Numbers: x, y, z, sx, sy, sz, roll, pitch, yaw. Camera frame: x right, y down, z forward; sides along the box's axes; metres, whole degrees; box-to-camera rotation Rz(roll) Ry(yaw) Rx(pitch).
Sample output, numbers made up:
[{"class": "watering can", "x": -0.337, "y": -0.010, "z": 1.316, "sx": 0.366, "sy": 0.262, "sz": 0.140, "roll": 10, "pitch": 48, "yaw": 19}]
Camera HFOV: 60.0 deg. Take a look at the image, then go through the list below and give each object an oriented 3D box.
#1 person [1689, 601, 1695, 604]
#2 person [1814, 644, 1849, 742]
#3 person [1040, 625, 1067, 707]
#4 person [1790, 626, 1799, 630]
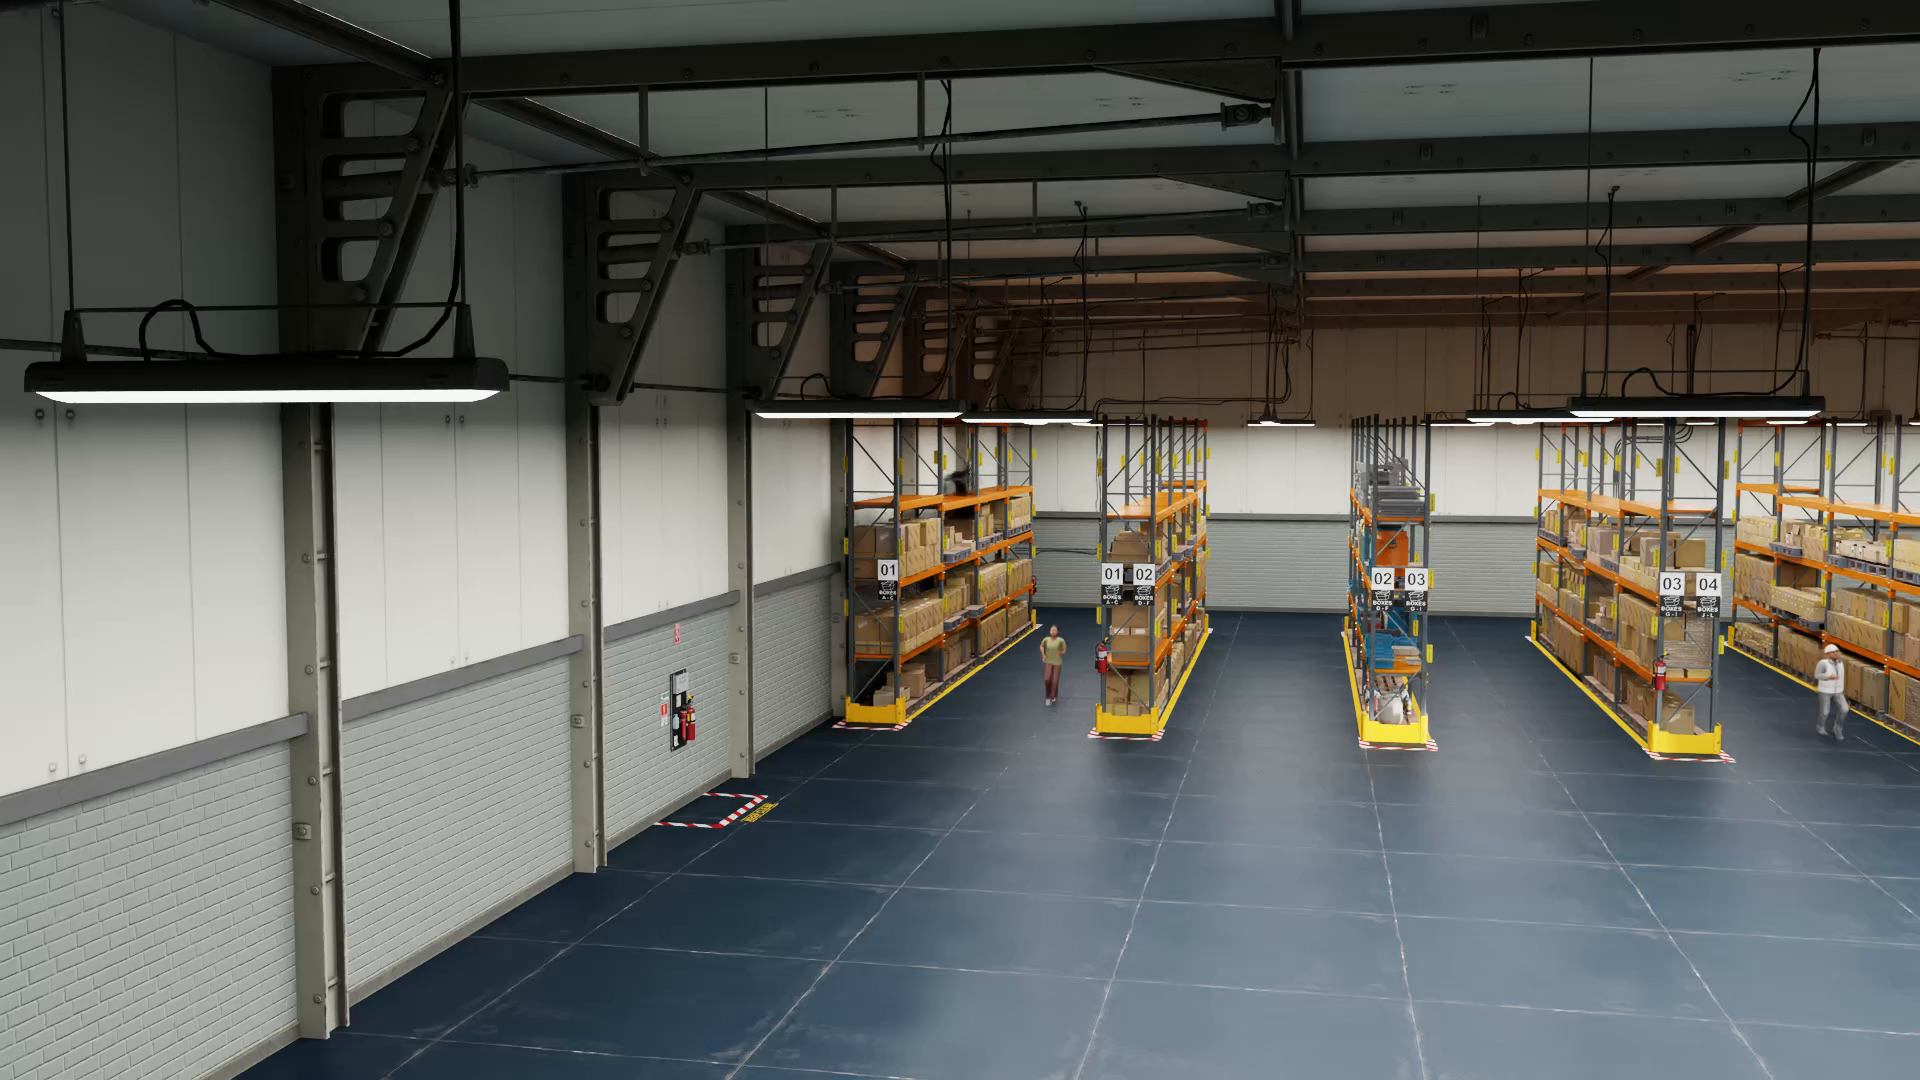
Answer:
[{"class": "person", "x": 19.315, "y": 1.883, "z": 44.430, "sx": 0.708, "sy": 1.839, "sz": 0.862, "roll": 3, "pitch": 5, "yaw": 38}, {"class": "person", "x": 16.043, "y": 2.808, "z": 30.672, "sx": 0.640, "sy": 1.795, "sz": 0.777, "roll": 0, "pitch": 4, "yaw": 1}, {"class": "person", "x": 1.933, "y": 2.602, "z": 34.445, "sx": 0.555, "sy": 1.703, "sz": 0.700, "roll": 0, "pitch": 4, "yaw": 5}, {"class": "person", "x": 22.578, "y": 1.855, "z": 44.967, "sx": 0.632, "sy": 1.731, "sz": 0.702, "roll": 0, "pitch": 4, "yaw": -3}]
